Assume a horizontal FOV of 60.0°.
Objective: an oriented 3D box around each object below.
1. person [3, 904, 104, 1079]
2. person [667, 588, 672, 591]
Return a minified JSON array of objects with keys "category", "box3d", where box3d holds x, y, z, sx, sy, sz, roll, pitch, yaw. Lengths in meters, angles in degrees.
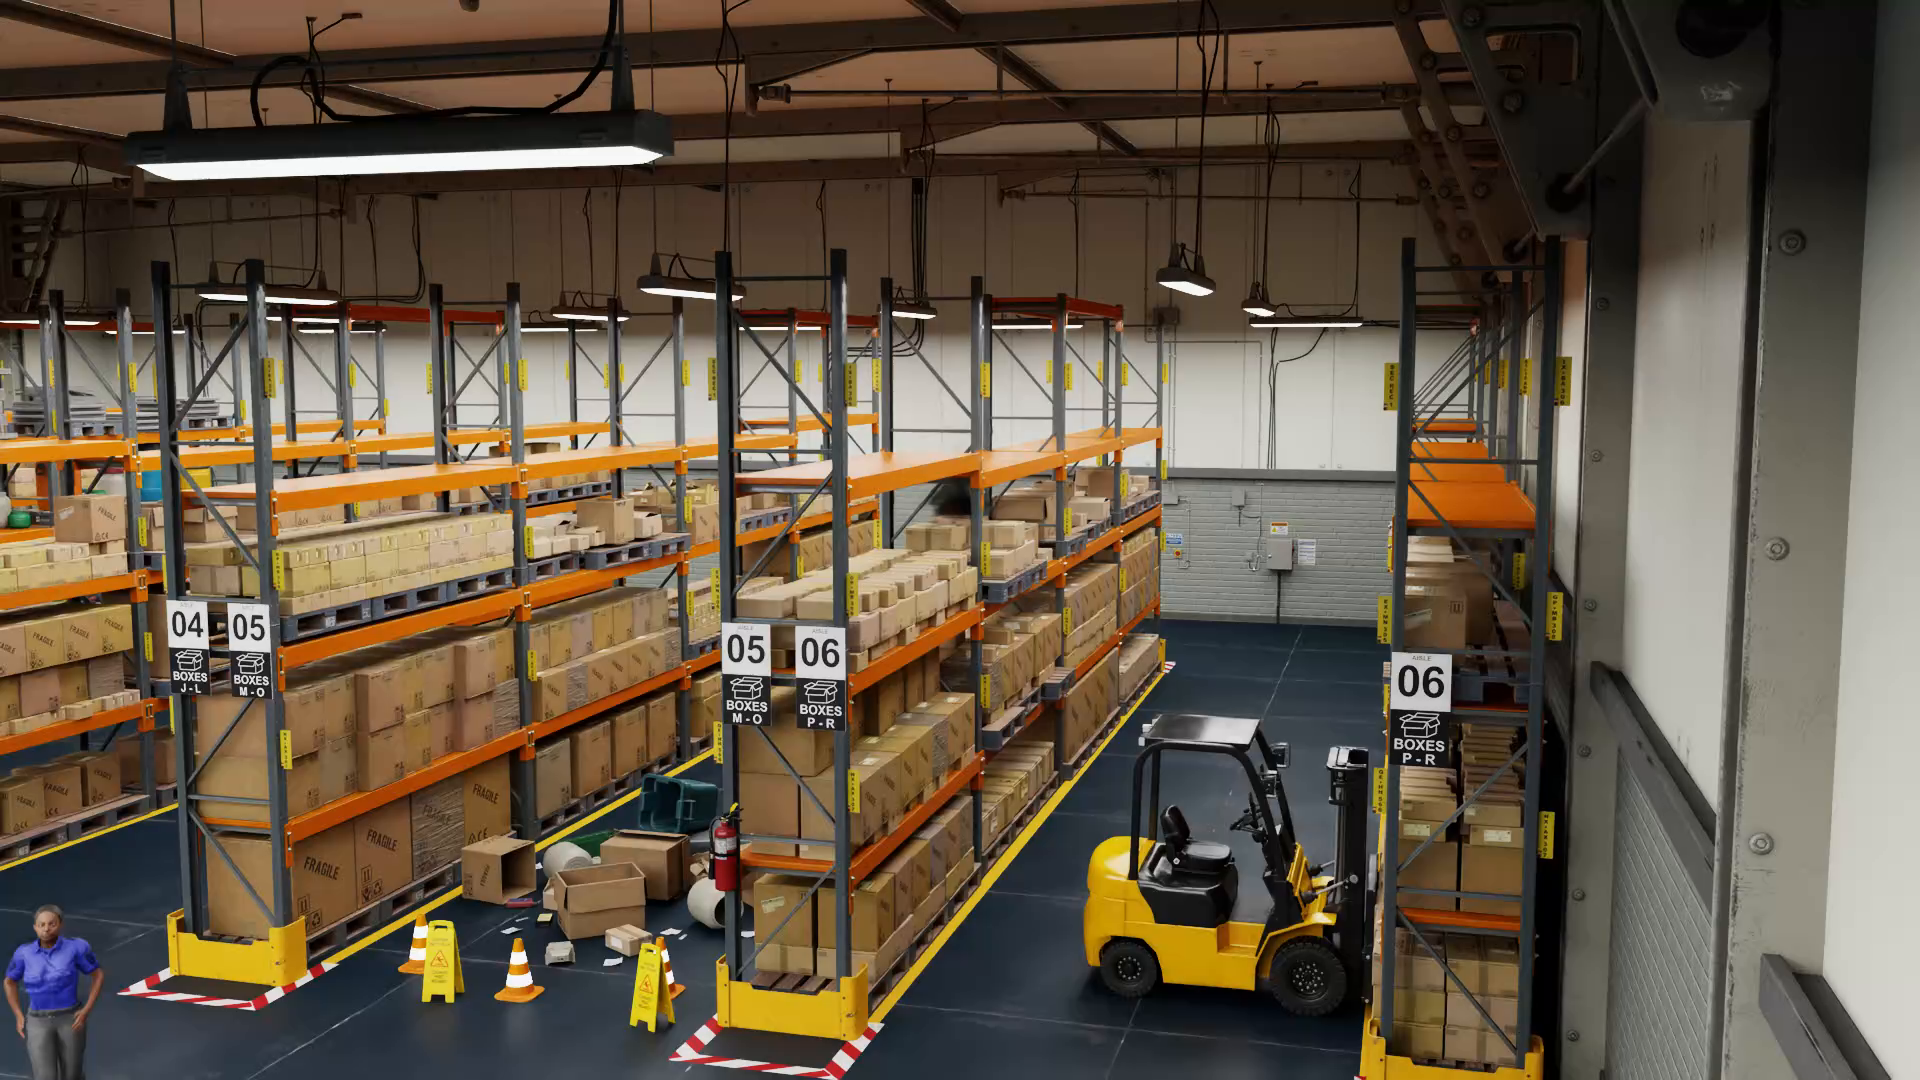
[{"category":"person","box3d":[-6.010,3.205,11.059,0.597,1.642,0.763,-3,7,-26]},{"category":"person","box3d":[-4.490,1.580,26.269,0.684,1.689,0.710,1,6,10]}]
